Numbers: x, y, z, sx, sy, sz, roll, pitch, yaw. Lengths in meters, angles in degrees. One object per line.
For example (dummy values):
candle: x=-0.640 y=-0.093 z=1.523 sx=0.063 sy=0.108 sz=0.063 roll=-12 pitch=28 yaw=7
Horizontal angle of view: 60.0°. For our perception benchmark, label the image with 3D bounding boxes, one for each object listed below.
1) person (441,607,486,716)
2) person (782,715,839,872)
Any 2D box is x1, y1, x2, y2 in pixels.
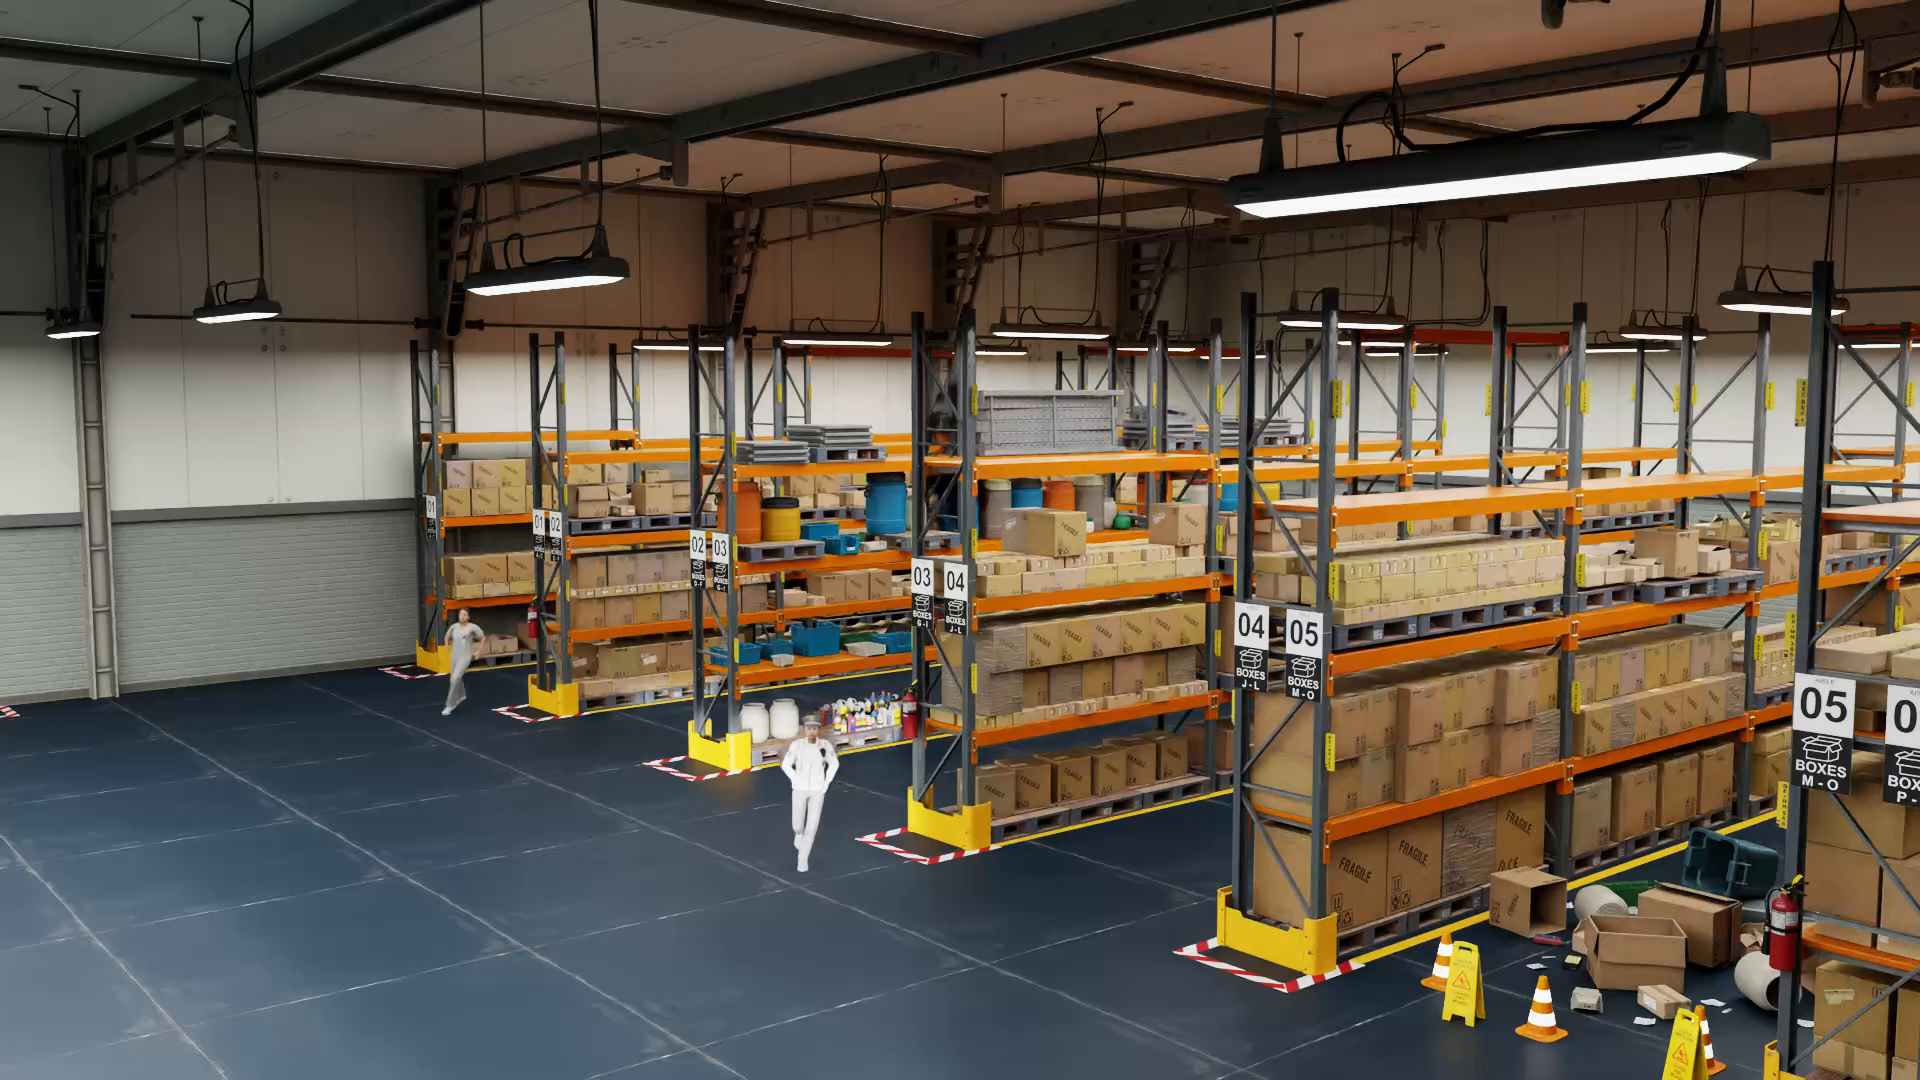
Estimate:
person: x=-7.914 y=1.899 z=26.398 sx=0.647 sy=1.686 sz=0.843 roll=1 pitch=5 yaw=14
person: x=-1.616 y=2.689 z=17.987 sx=0.614 sy=1.671 sz=0.676 roll=0 pitch=5 yaw=-4
